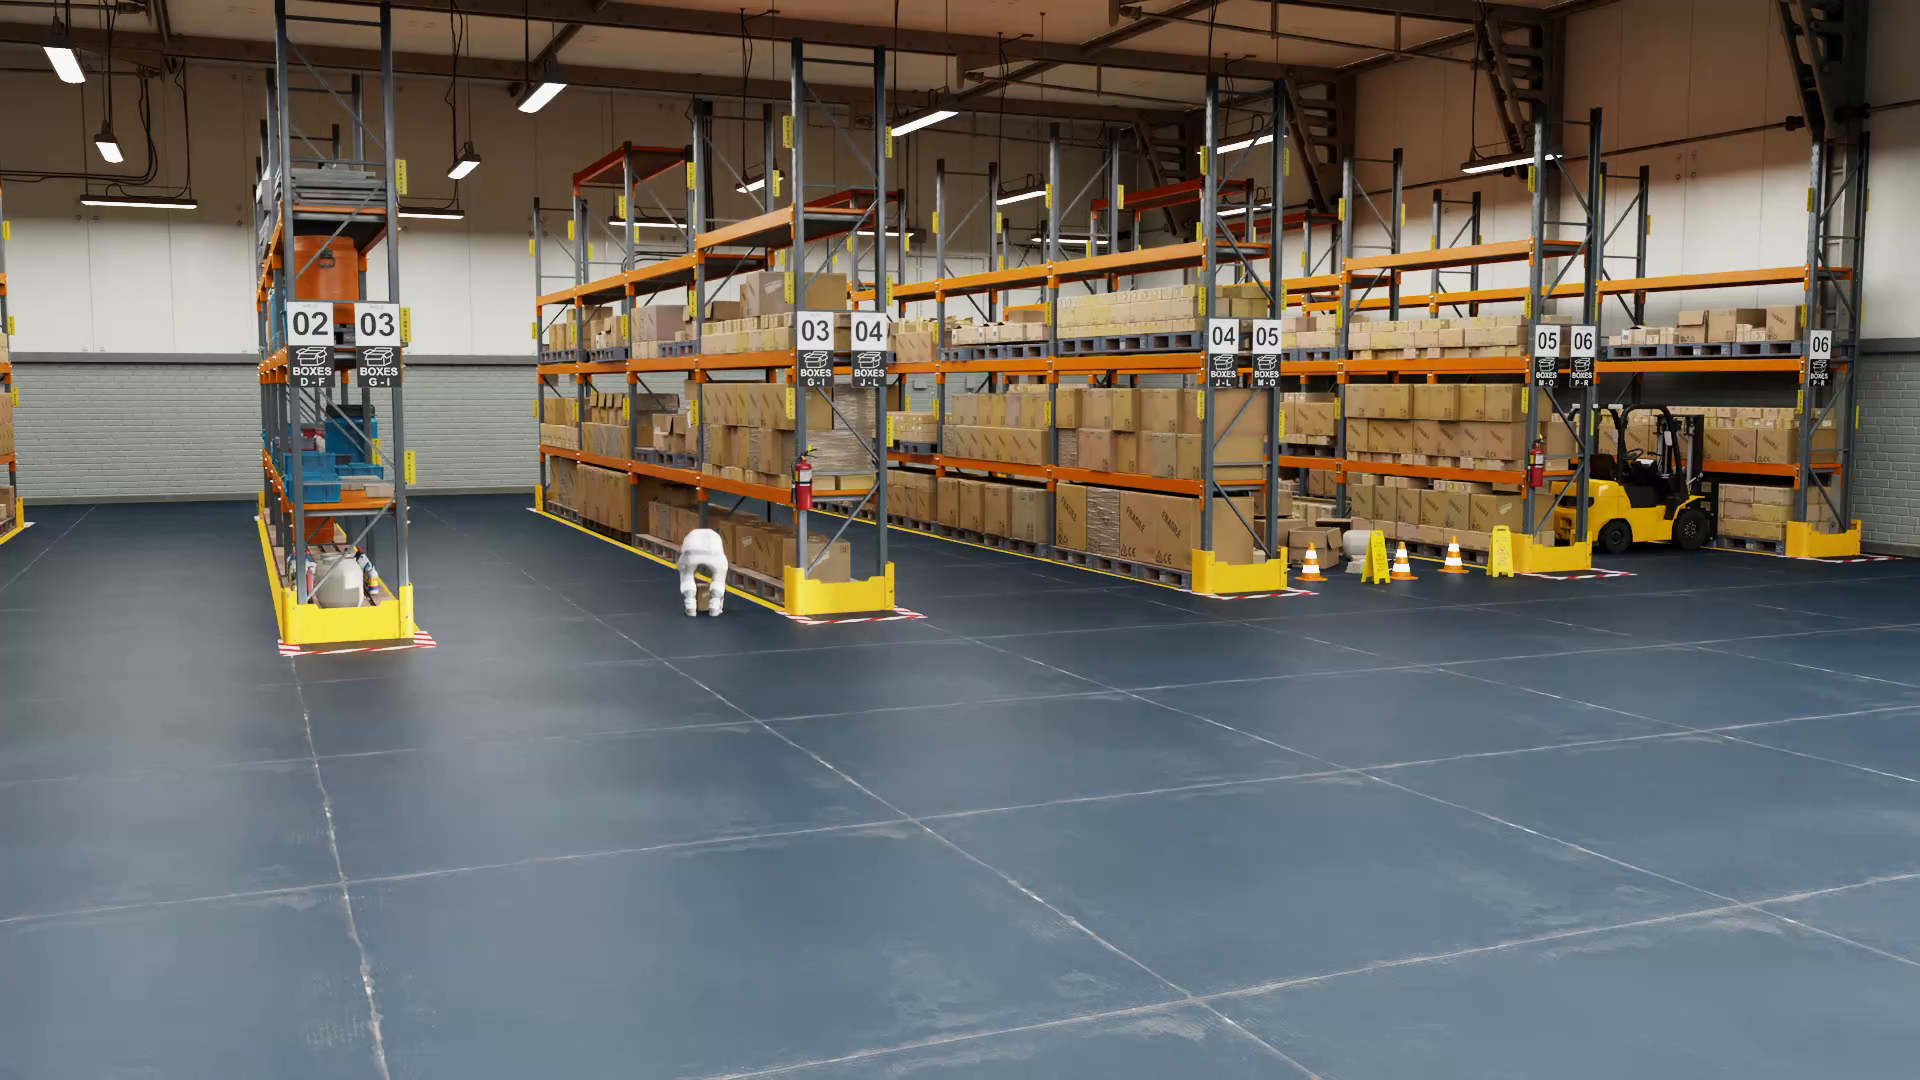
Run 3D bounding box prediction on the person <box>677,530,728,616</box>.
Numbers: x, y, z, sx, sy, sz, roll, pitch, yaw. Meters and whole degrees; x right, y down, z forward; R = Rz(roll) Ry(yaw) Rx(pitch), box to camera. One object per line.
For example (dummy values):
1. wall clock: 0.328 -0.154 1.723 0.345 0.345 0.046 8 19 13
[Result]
1. person: -2.750 0.330 17.796 0.535 0.923 0.952 0 5 -5
